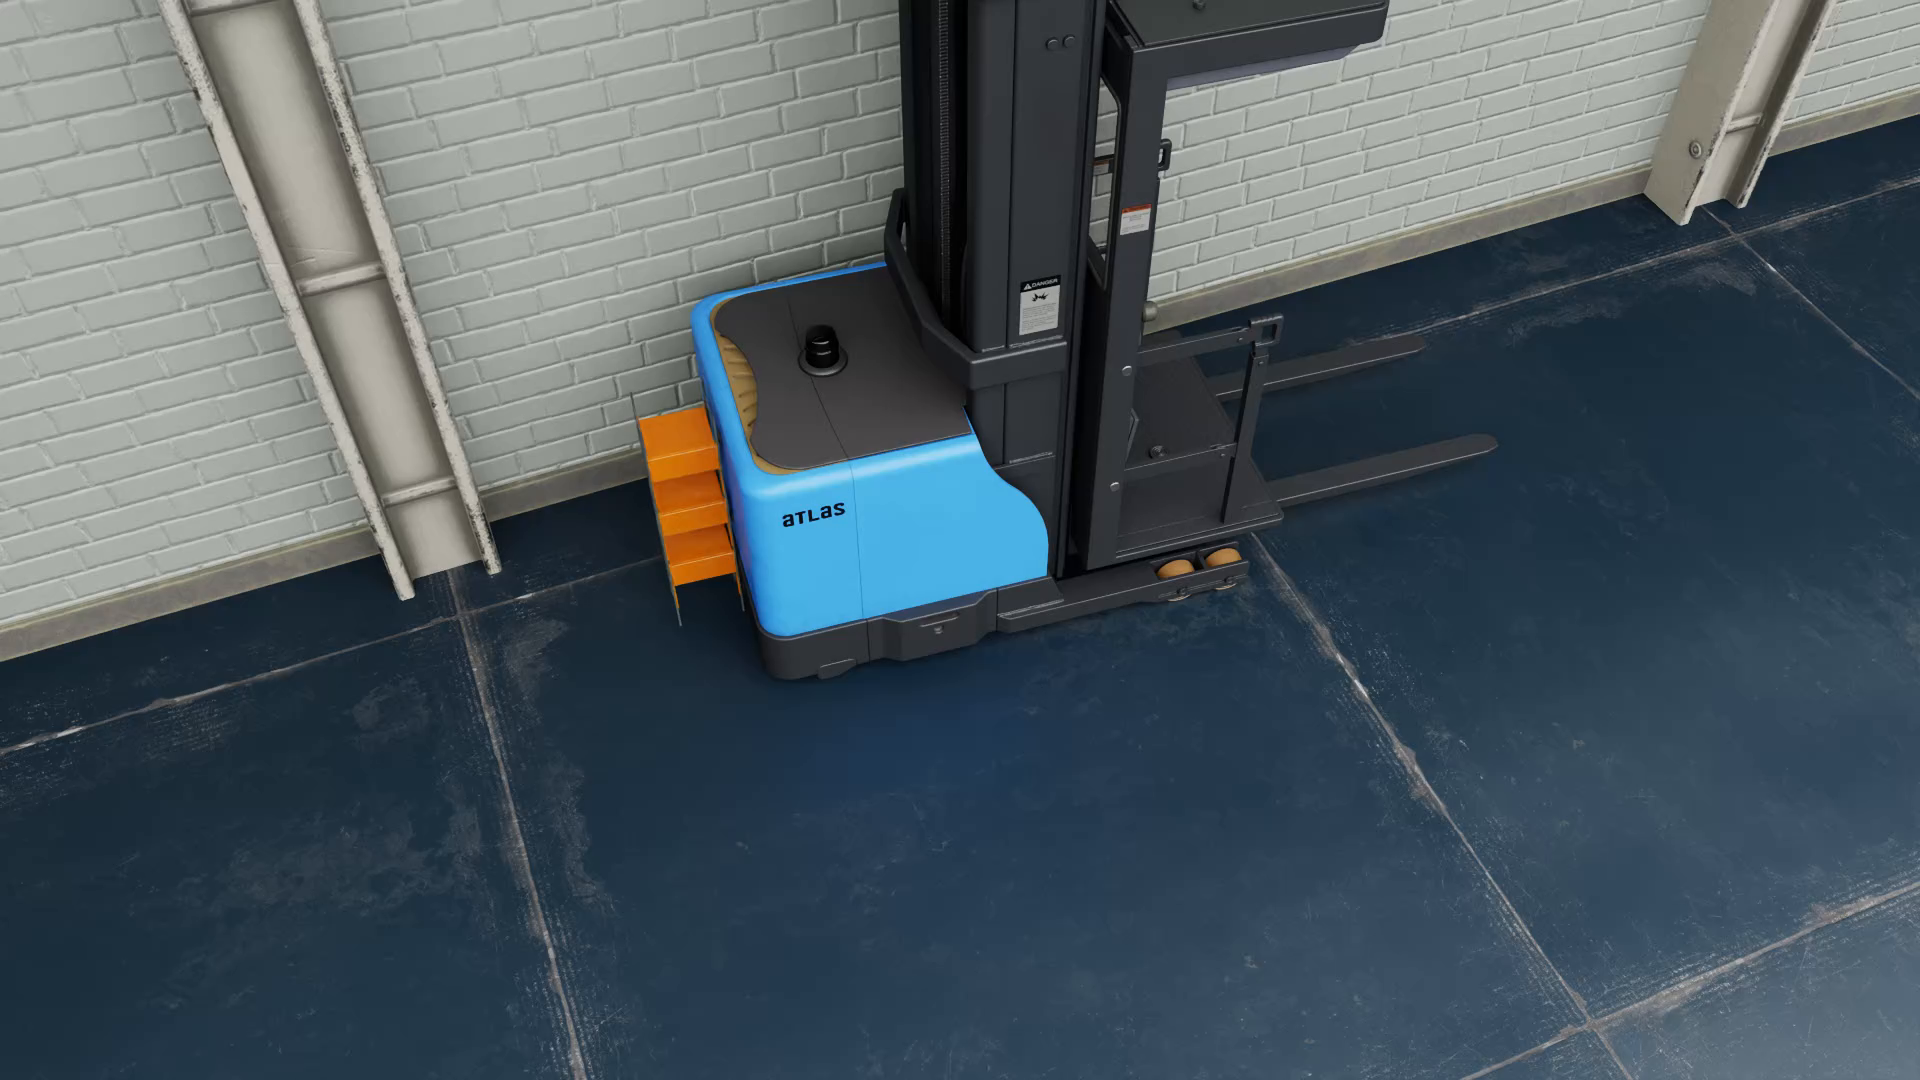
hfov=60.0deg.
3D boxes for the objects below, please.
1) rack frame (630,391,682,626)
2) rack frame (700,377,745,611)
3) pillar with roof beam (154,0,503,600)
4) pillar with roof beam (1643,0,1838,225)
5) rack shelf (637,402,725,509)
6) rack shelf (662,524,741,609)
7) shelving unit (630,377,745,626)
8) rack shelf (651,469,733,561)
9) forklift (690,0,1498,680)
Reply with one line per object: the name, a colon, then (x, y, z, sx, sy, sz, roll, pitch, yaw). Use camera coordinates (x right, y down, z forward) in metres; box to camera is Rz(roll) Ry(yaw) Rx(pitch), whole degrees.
rack frame: (-1.088, -0.089, 5.975, 0.008, 1.050, 0.200, -13, 51, -11)
rack frame: (-0.855, -0.143, 6.021, 0.008, 1.050, 0.200, -13, 51, -11)
pillar with roof beam: (-0.398, 0.160, 0.521, 0.400, 9.000, 9.100, -17, 52, -14)
pillar with roof beam: (5.157, -1.561, 1.999, 0.400, 9.000, 9.100, -17, 52, -14)
rack shelf: (-0.972, -0.294, 5.791, 0.240, 0.259, 0.215, -13, 51, -11)
rack shelf: (-0.972, 0.072, 6.217, 0.240, 0.259, 0.215, -13, 51, -11)
shelving unit: (-0.972, -0.116, 5.998, 0.252, 1.050, 0.215, -13, 51, -11)
rack shelf: (-0.972, -0.109, 6.006, 0.240, 0.259, 0.215, -13, 51, -11)
forklift: (0.601, -1.094, 5.598, 3.031, 2.935, 1.130, -13, 51, -11)
